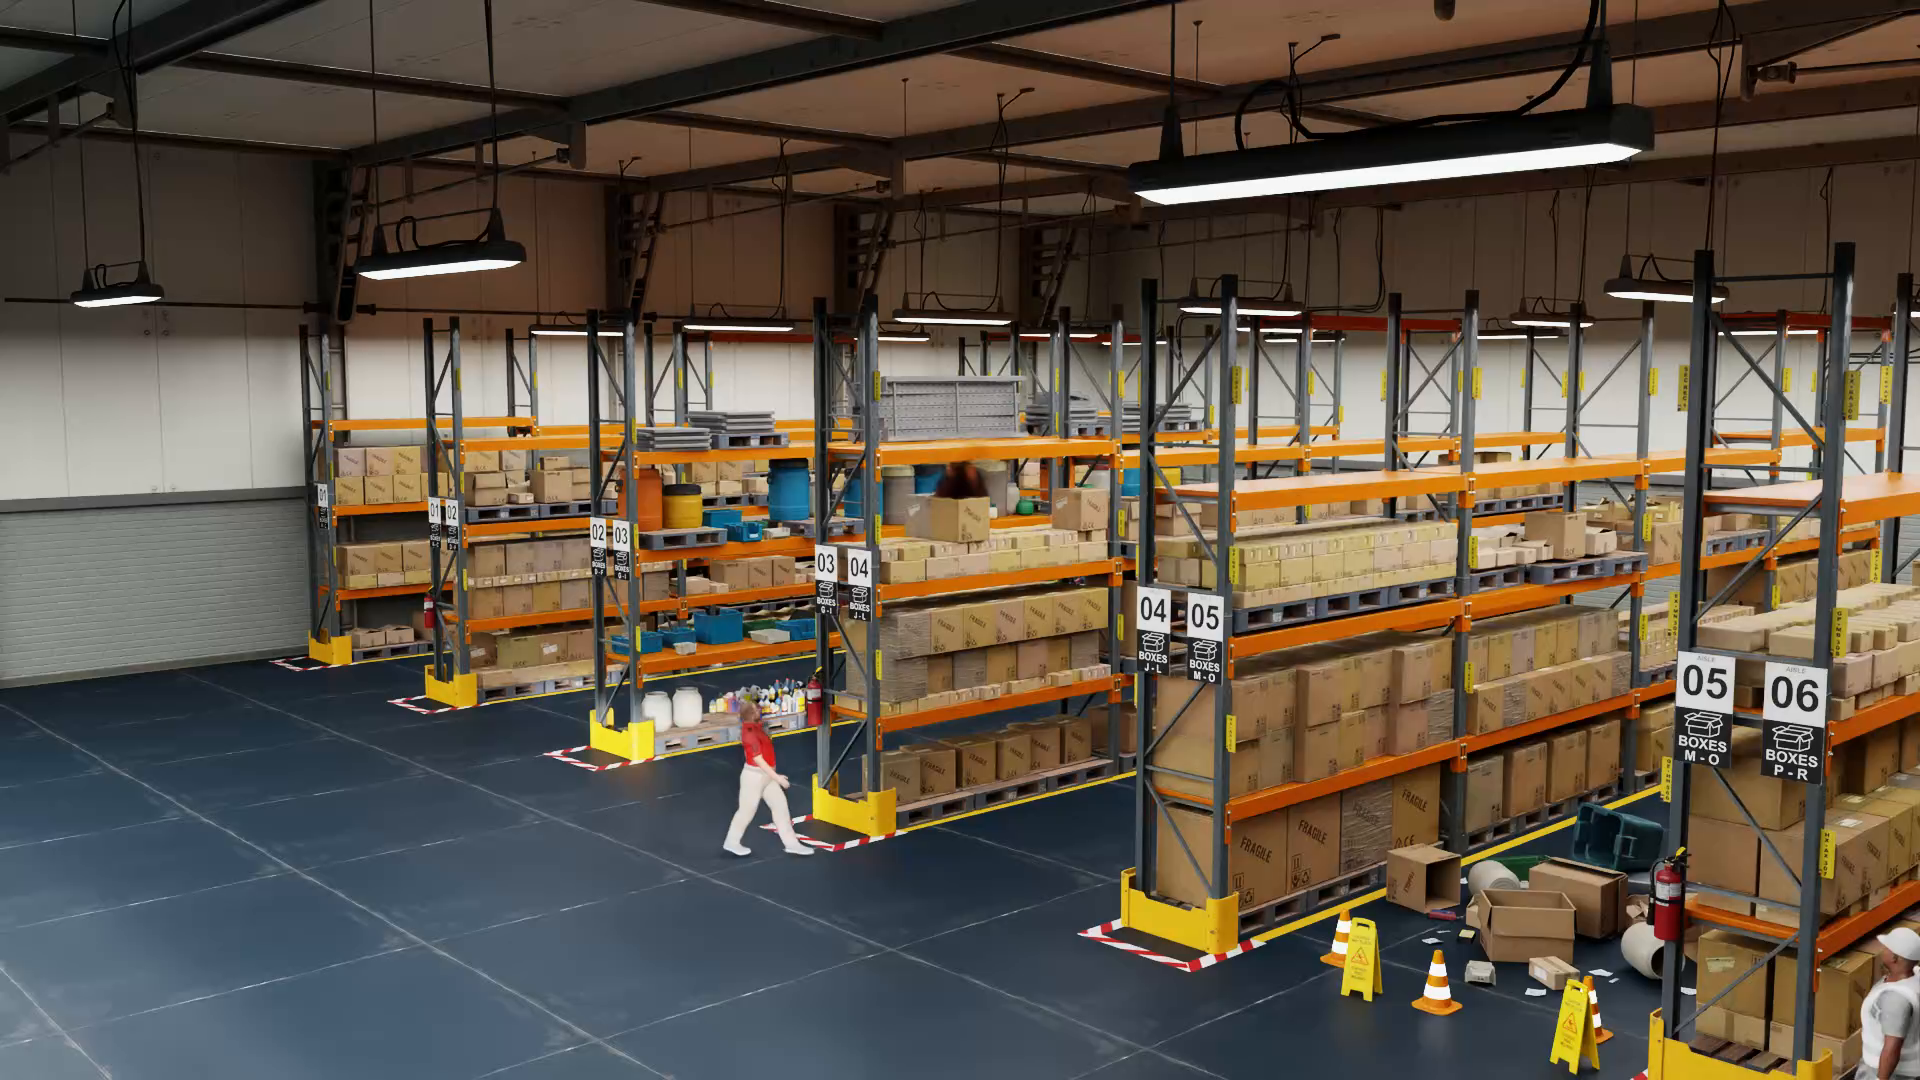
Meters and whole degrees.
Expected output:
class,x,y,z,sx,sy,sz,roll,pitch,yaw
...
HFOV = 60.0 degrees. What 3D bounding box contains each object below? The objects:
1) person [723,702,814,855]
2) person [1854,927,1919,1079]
class,x,y,z,sx,sy,sz,roll,pitch,yaw
person,-2.078,2.558,17.655,0.979,1.605,0.520,2,6,19
person,5.739,3.235,10.222,0.407,1.783,0.680,3,6,26
